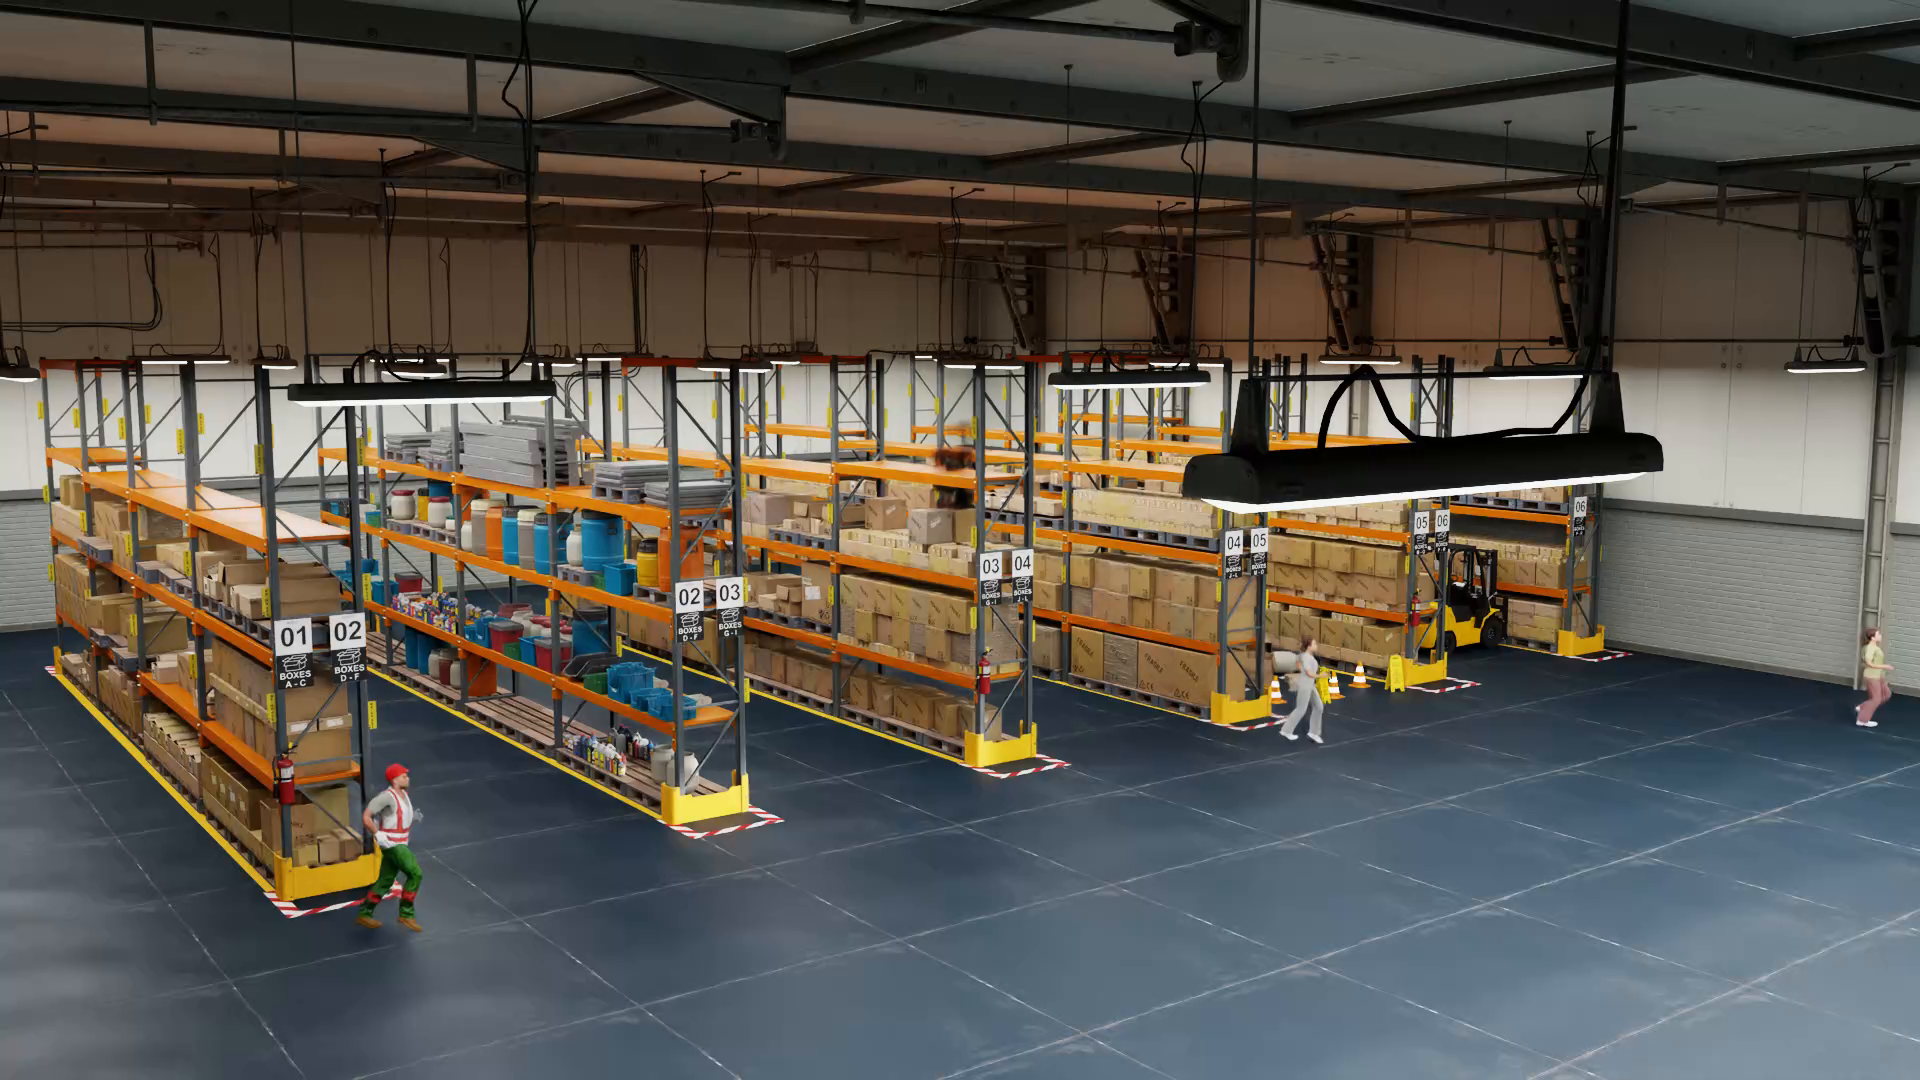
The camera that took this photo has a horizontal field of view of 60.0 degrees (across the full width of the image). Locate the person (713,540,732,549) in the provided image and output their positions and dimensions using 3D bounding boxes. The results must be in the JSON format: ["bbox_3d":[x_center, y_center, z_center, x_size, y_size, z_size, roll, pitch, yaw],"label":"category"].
[{"bbox_3d":[-5.865,0.608,41.130,0.655,1.677,0.835,3,7,24],"label":"person"}]

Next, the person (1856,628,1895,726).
[{"bbox_3d":[15.006,2.253,27.239,0.524,1.618,0.571,4,8,32],"label":"person"}]

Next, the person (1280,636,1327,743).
[{"bbox_3d":[5.441,2.372,26.216,0.751,1.737,0.579,2,7,17],"label":"person"}]

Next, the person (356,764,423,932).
[{"bbox_3d":[-6.156,3.295,17.978,0.732,1.757,0.695,-1,7,-5],"label":"person"}]
